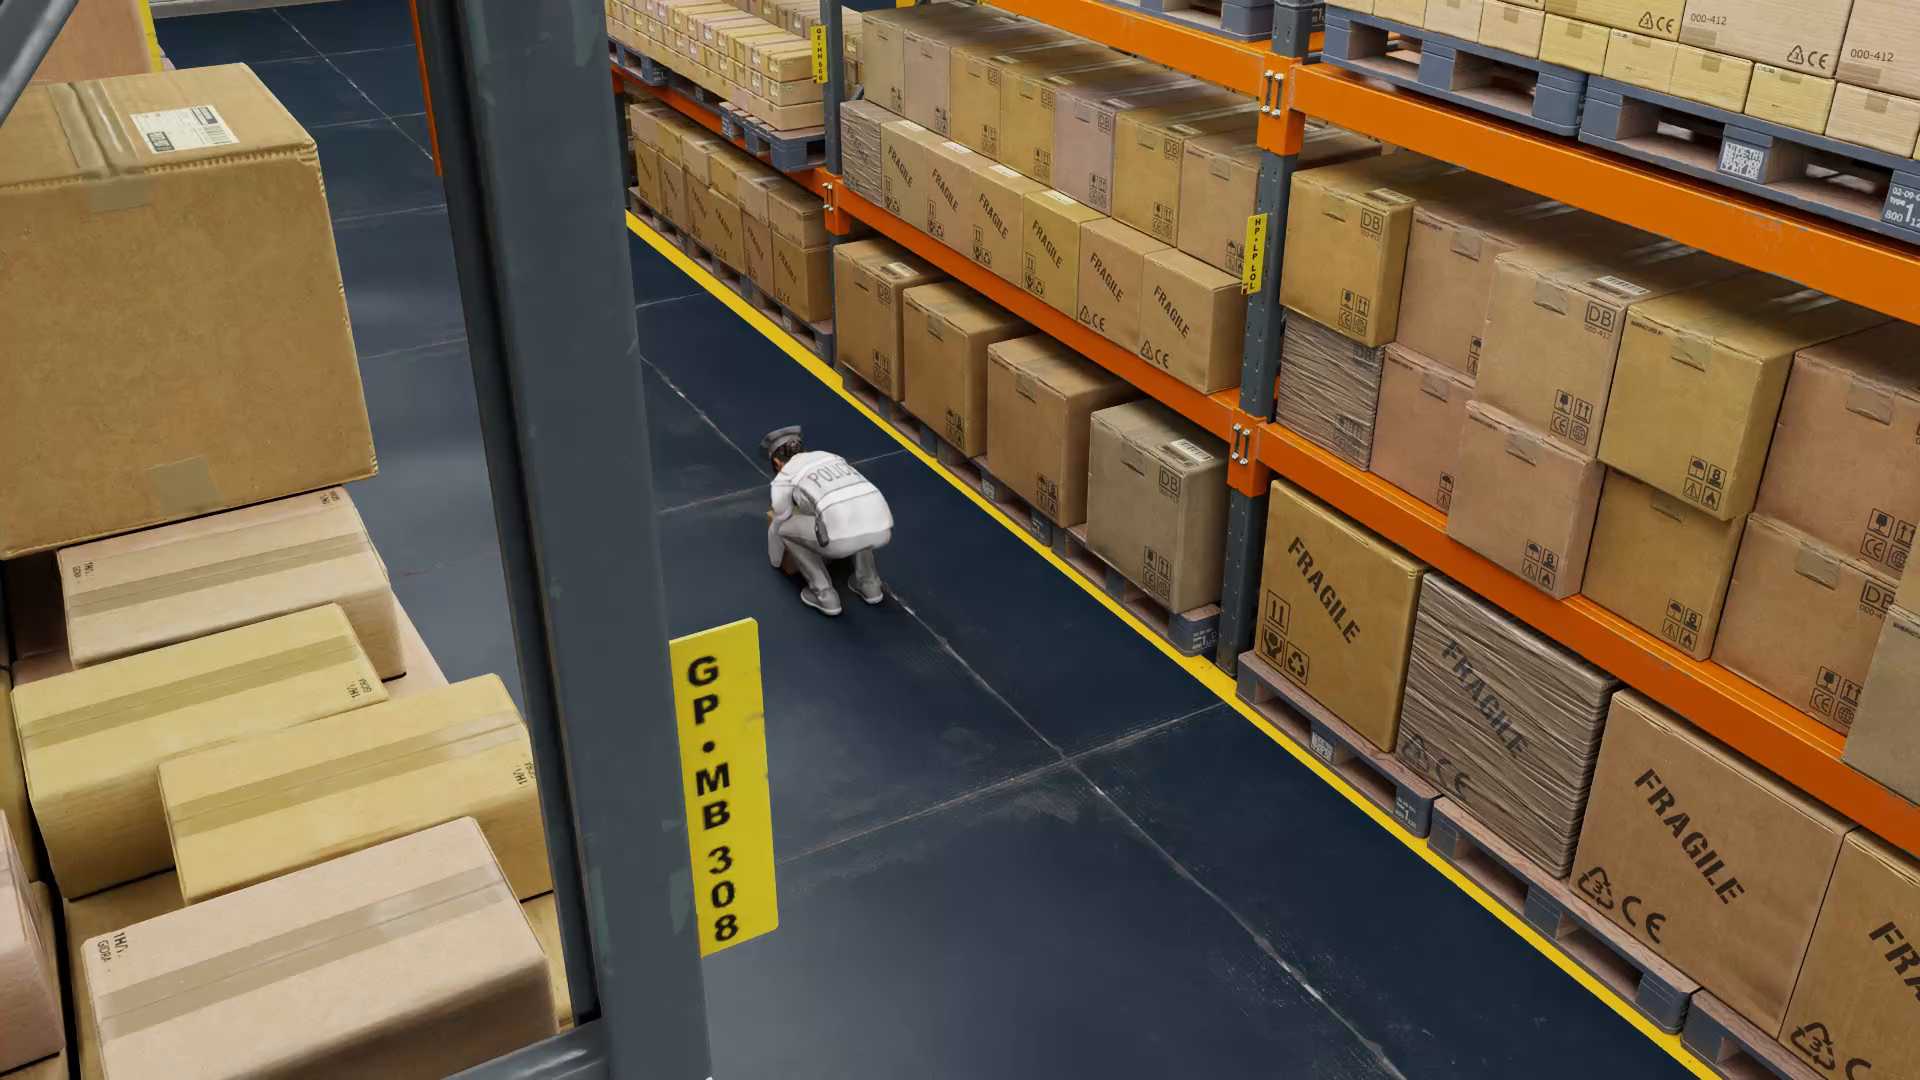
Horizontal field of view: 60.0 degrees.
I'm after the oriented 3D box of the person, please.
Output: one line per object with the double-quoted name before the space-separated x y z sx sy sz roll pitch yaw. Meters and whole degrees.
"person" -0.676 -0.100 8.251 0.456 0.780 0.908 -17 33 -27
